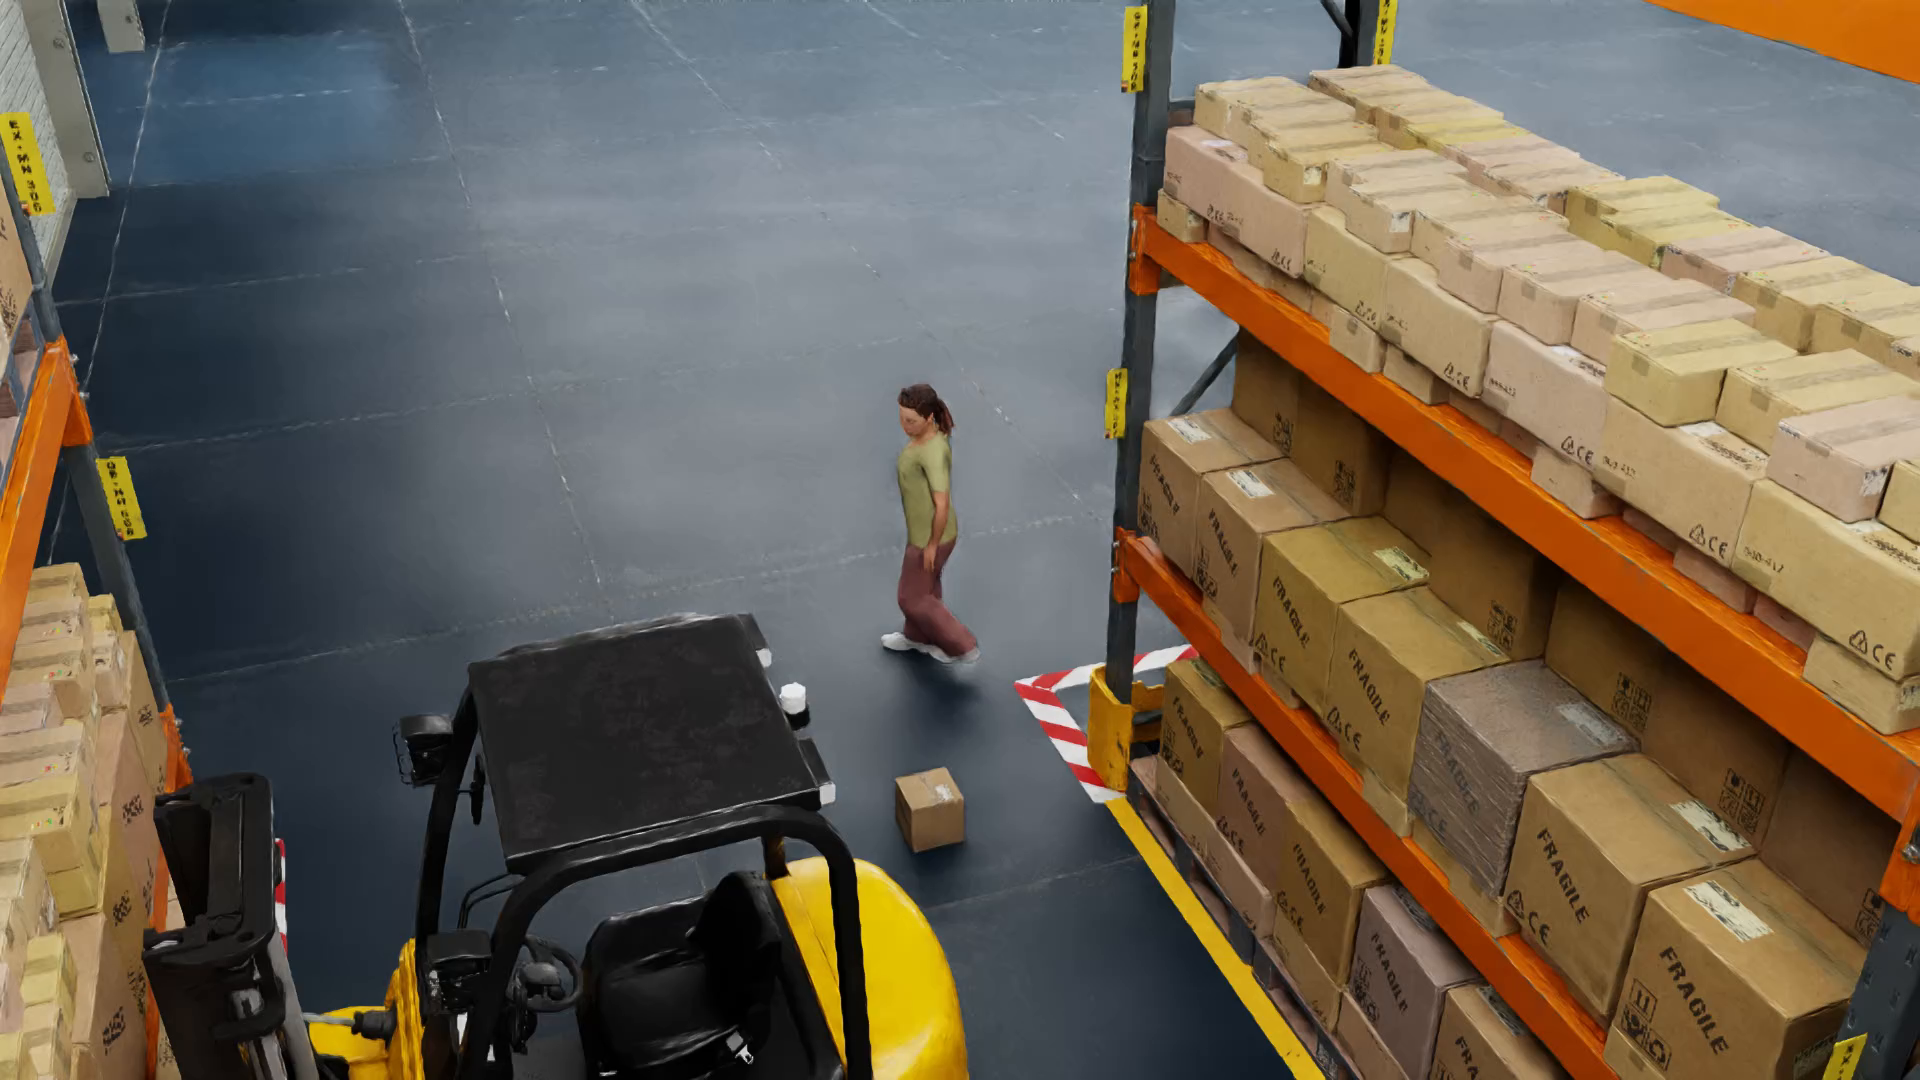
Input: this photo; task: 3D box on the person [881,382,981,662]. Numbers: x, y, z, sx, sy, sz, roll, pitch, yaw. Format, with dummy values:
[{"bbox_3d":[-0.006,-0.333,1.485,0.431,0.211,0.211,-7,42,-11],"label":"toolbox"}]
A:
[{"bbox_3d":[-0.155,-0.050,8.430,0.525,1.667,0.535,-1,30,-2],"label":"person"}]
